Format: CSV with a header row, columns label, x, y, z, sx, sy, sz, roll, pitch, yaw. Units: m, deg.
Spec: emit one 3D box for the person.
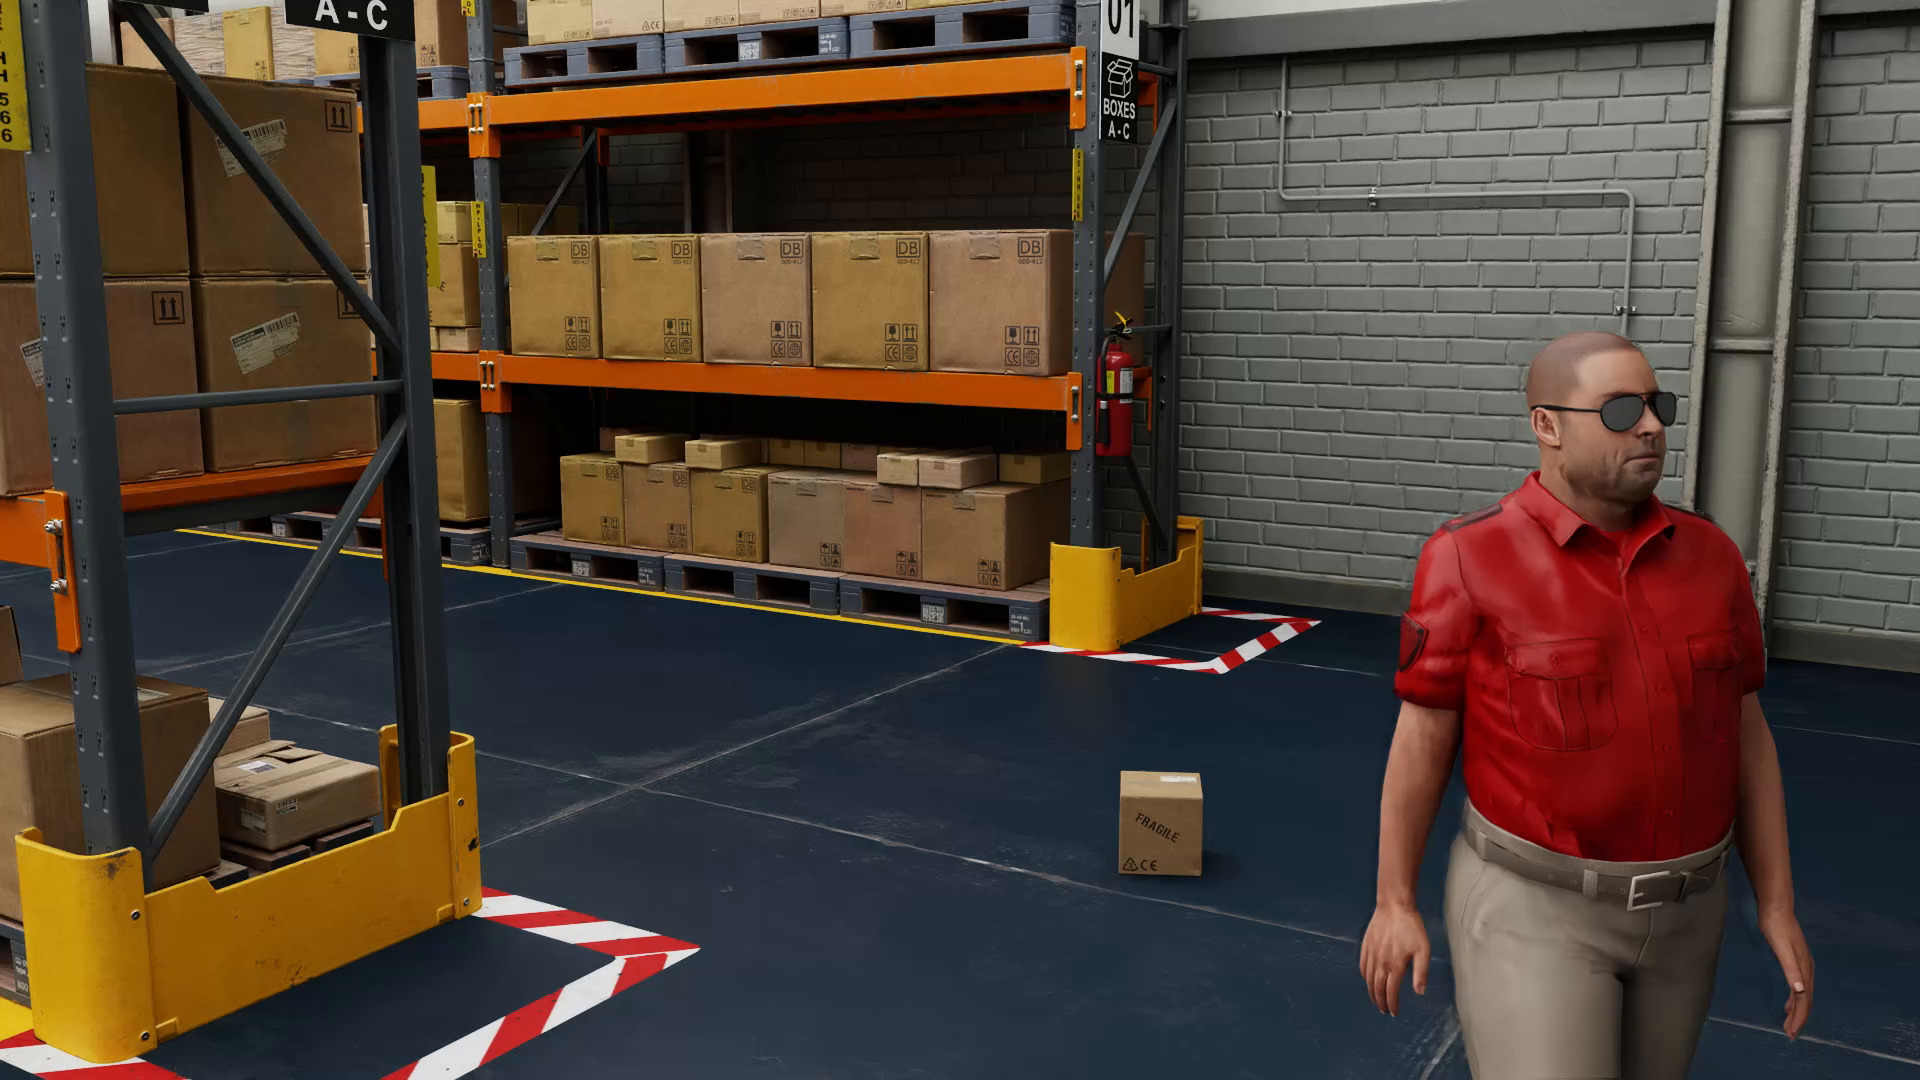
label,x,y,z,sx,sy,sz,roll,pitch,yaw
person,0.929,0.608,2.420,0.577,1.806,0.585,-2,10,-12
